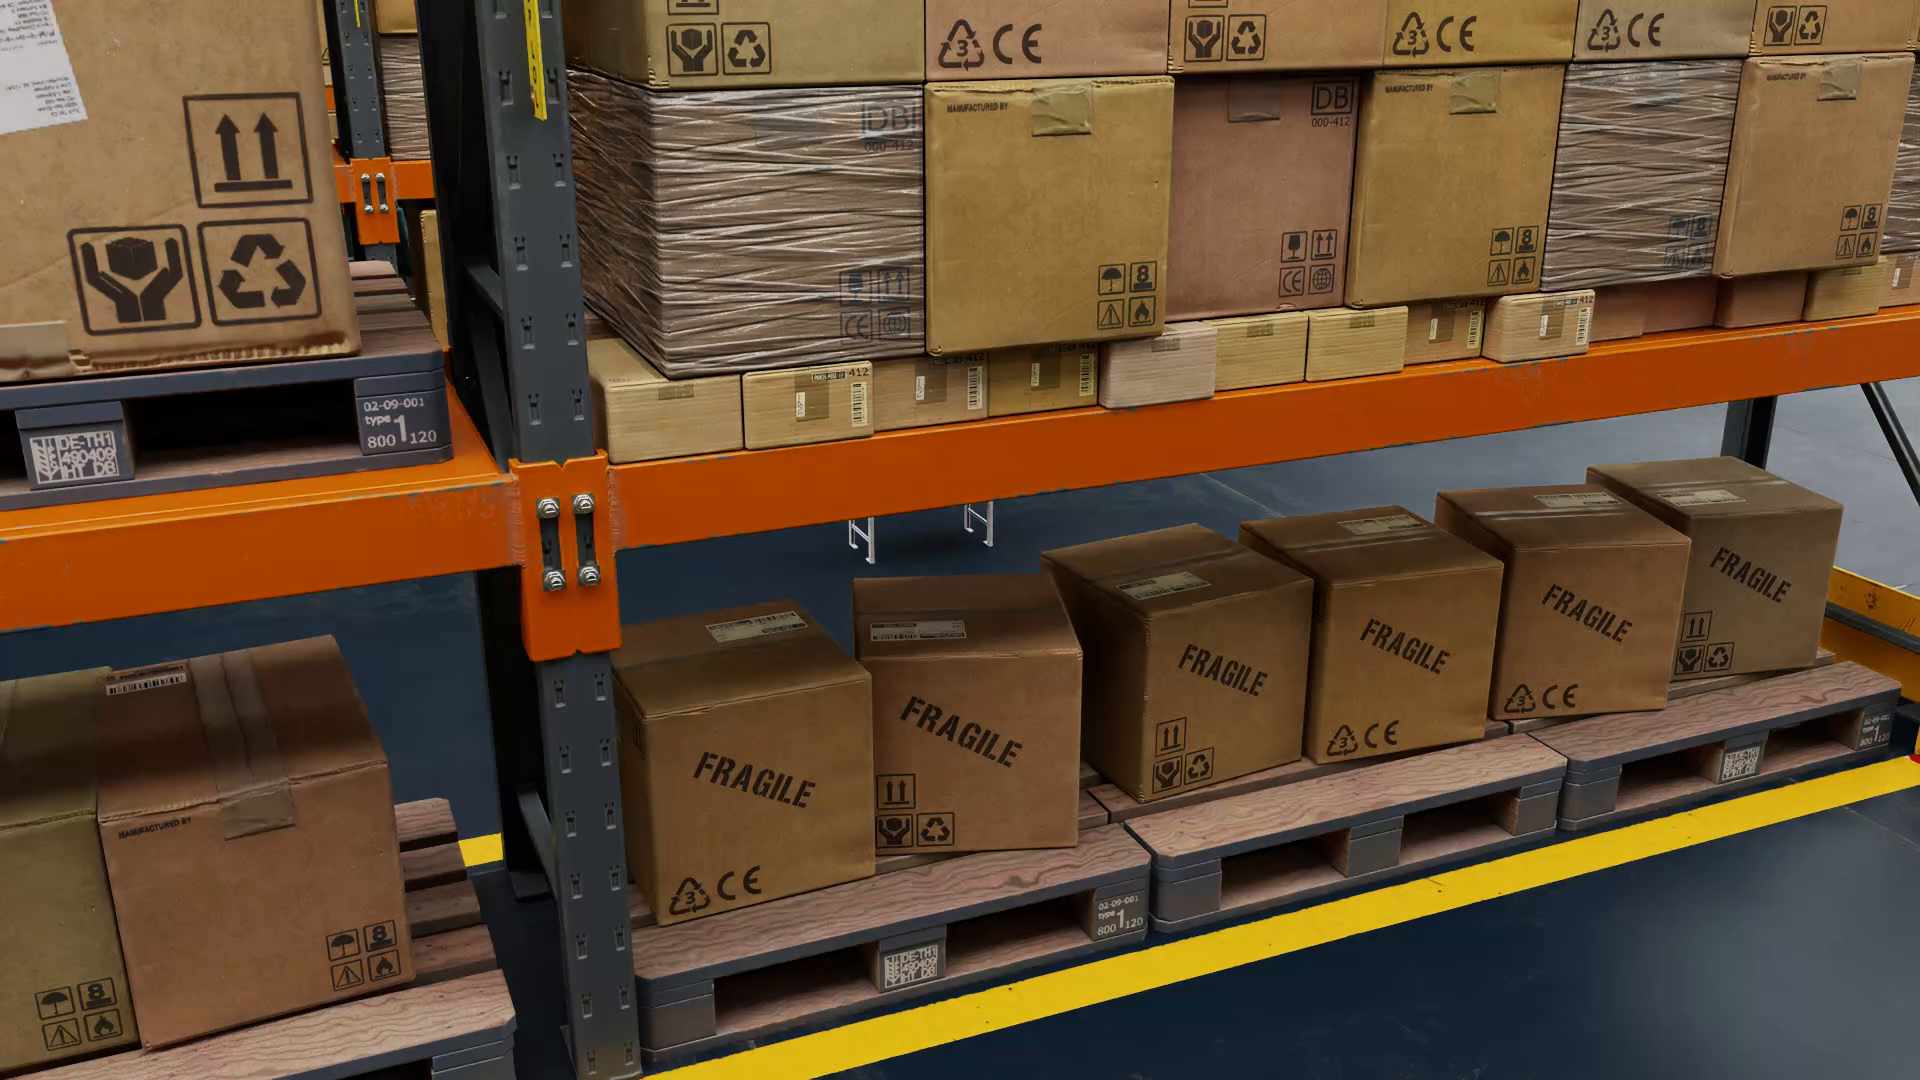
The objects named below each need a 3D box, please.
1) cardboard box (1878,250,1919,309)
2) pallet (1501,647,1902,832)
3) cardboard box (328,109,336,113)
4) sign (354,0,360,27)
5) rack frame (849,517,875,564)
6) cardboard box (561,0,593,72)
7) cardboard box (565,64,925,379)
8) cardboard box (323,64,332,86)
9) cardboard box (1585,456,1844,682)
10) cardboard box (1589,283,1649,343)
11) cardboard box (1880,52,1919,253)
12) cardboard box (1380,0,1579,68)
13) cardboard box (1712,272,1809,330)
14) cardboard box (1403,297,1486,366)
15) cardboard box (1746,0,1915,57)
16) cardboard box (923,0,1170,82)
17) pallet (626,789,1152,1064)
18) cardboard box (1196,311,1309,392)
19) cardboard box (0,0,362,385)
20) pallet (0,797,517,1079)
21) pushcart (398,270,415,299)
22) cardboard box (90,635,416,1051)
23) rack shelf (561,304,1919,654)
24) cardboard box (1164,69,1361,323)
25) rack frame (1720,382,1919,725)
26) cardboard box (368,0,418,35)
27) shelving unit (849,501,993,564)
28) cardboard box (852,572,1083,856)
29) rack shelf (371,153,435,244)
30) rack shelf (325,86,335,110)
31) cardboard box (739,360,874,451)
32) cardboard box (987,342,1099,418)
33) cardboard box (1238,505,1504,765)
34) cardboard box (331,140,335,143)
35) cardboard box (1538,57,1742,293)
[{"bbox_3d":[2.360,-0.733,4.466,0.250,0.149,0.380,-8,21,-22],"label":"cardboard box"},{"bbox_3d":[1.940,0.437,4.964,1.213,0.211,1.003,-8,21,-22],"label":"pallet"},{"bbox_3d":[-6.229,-4.335,16.319,0.500,0.250,0.500,-8,21,-23],"label":"cardboard box"},{"bbox_3d":[-2.551,-2.329,6.996,0.005,0.325,0.100,-8,21,-22],"label":"sign"},{"bbox_3d":[-0.376,-0.512,6.170,0.015,1.200,0.240,-8,21,-22],"label":"rack frame"},{"bbox_3d":[-0.599,-1.261,3.483,0.500,0.500,0.500,-8,21,-22],"label":"cardboard box"},{"bbox_3d":[-0.465,-0.686,3.357,0.500,0.500,0.875,-8,21,-22],"label":"cardboard box"},{"bbox_3d":[-4.412,-3.306,11.773,0.250,0.149,0.380,-8,21,-22],"label":"cardboard box"},{"bbox_3d":[2.190,0.073,4.929,0.500,0.500,0.500,-4,20,-12],"label":"cardboard box"},{"bbox_3d":[1.449,-0.596,4.078,0.250,0.149,0.380,-8,21,-22],"label":"cardboard box"},{"bbox_3d":[2.254,-1.108,4.555,0.500,0.500,0.875,-8,21,-22],"label":"cardboard box"},{"bbox_3d":[0.984,-1.300,3.595,0.500,0.500,0.500,-8,21,-22],"label":"cardboard box"},{"bbox_3d":[1.915,-0.656,4.248,0.250,0.149,0.380,-8,21,-22],"label":"cardboard box"},{"bbox_3d":[0.997,-0.525,3.874,0.250,0.149,0.380,-8,21,-22],"label":"cardboard box"},{"bbox_3d":[1.906,-1.429,3.959,0.500,0.500,0.500,-8,21,-22],"label":"cardboard box"},{"bbox_3d":[0.070,-1.166,3.212,0.500,0.500,0.500,-8,21,-22],"label":"cardboard box"},{"bbox_3d":[-0.300,0.757,4.053,1.213,0.211,1.003,-8,21,-22],"label":"pallet"},{"bbox_3d":[0.552,-0.449,3.658,0.250,0.149,0.380,-8,21,-22],"label":"cardboard box"},{"bbox_3d":[-1.688,-0.878,2.963,1.000,1.000,1.000,-8,21,-22],"label":"cardboard box"},{"bbox_3d":[-1.617,0.959,3.479,1.213,0.211,1.003,-8,21,-22],"label":"pallet"},{"bbox_3d":[-3.879,-1.555,10.371,0.936,0.377,1.648,-17,26,-40],"label":"pushcart"},{"bbox_3d":[-1.475,0.587,3.439,0.500,0.500,0.700,-10,22,-26],"label":"cardboard box"},{"bbox_3d":[0.934,-0.382,4.175,4.000,0.370,1.077,-8,21,-22],"label":"rack shelf"},{"bbox_3d":[0.427,-0.838,3.787,0.500,0.500,0.875,-8,21,-22],"label":"cardboard box"},{"bbox_3d":[2.770,-0.985,4.803,0.127,3.000,1.000,-8,21,-22],"label":"rack frame"},{"bbox_3d":[-2.422,-2.603,7.546,0.550,0.550,0.875,-8,21,-22],"label":"cardboard box"},{"bbox_3d":[-0.152,-0.544,6.261,0.503,1.200,0.258,-8,21,-22],"label":"shelving unit"},{"bbox_3d":[0.003,0.404,3.989,0.500,0.500,0.500,-2,19,-5],"label":"cardboard box"},{"bbox_3d":[-0.938,-1.908,8.508,4.000,0.370,1.077,-8,21,-22],"label":"rack shelf"},{"bbox_3d":[-2.992,-3.405,12.758,4.000,0.370,1.077,-8,21,-22],"label":"rack shelf"},{"bbox_3d":[-0.352,-0.306,3.252,0.250,0.149,0.380,-8,21,-22],"label":"cardboard box"},{"bbox_3d":[0.093,-0.383,3.471,0.250,0.149,0.380,-8,21,-22],"label":"cardboard box"},{"bbox_3d":[1.072,0.239,4.459,0.500,0.500,0.500,-6,20,-17],"label":"cardboard box"},{"bbox_3d":[-6.222,-3.858,16.470,0.500,0.250,0.500,-8,21,-21],"label":"cardboard box"},{"bbox_3d":[1.366,-0.953,4.115,0.500,0.500,0.875,-8,21,-22],"label":"cardboard box"}]
